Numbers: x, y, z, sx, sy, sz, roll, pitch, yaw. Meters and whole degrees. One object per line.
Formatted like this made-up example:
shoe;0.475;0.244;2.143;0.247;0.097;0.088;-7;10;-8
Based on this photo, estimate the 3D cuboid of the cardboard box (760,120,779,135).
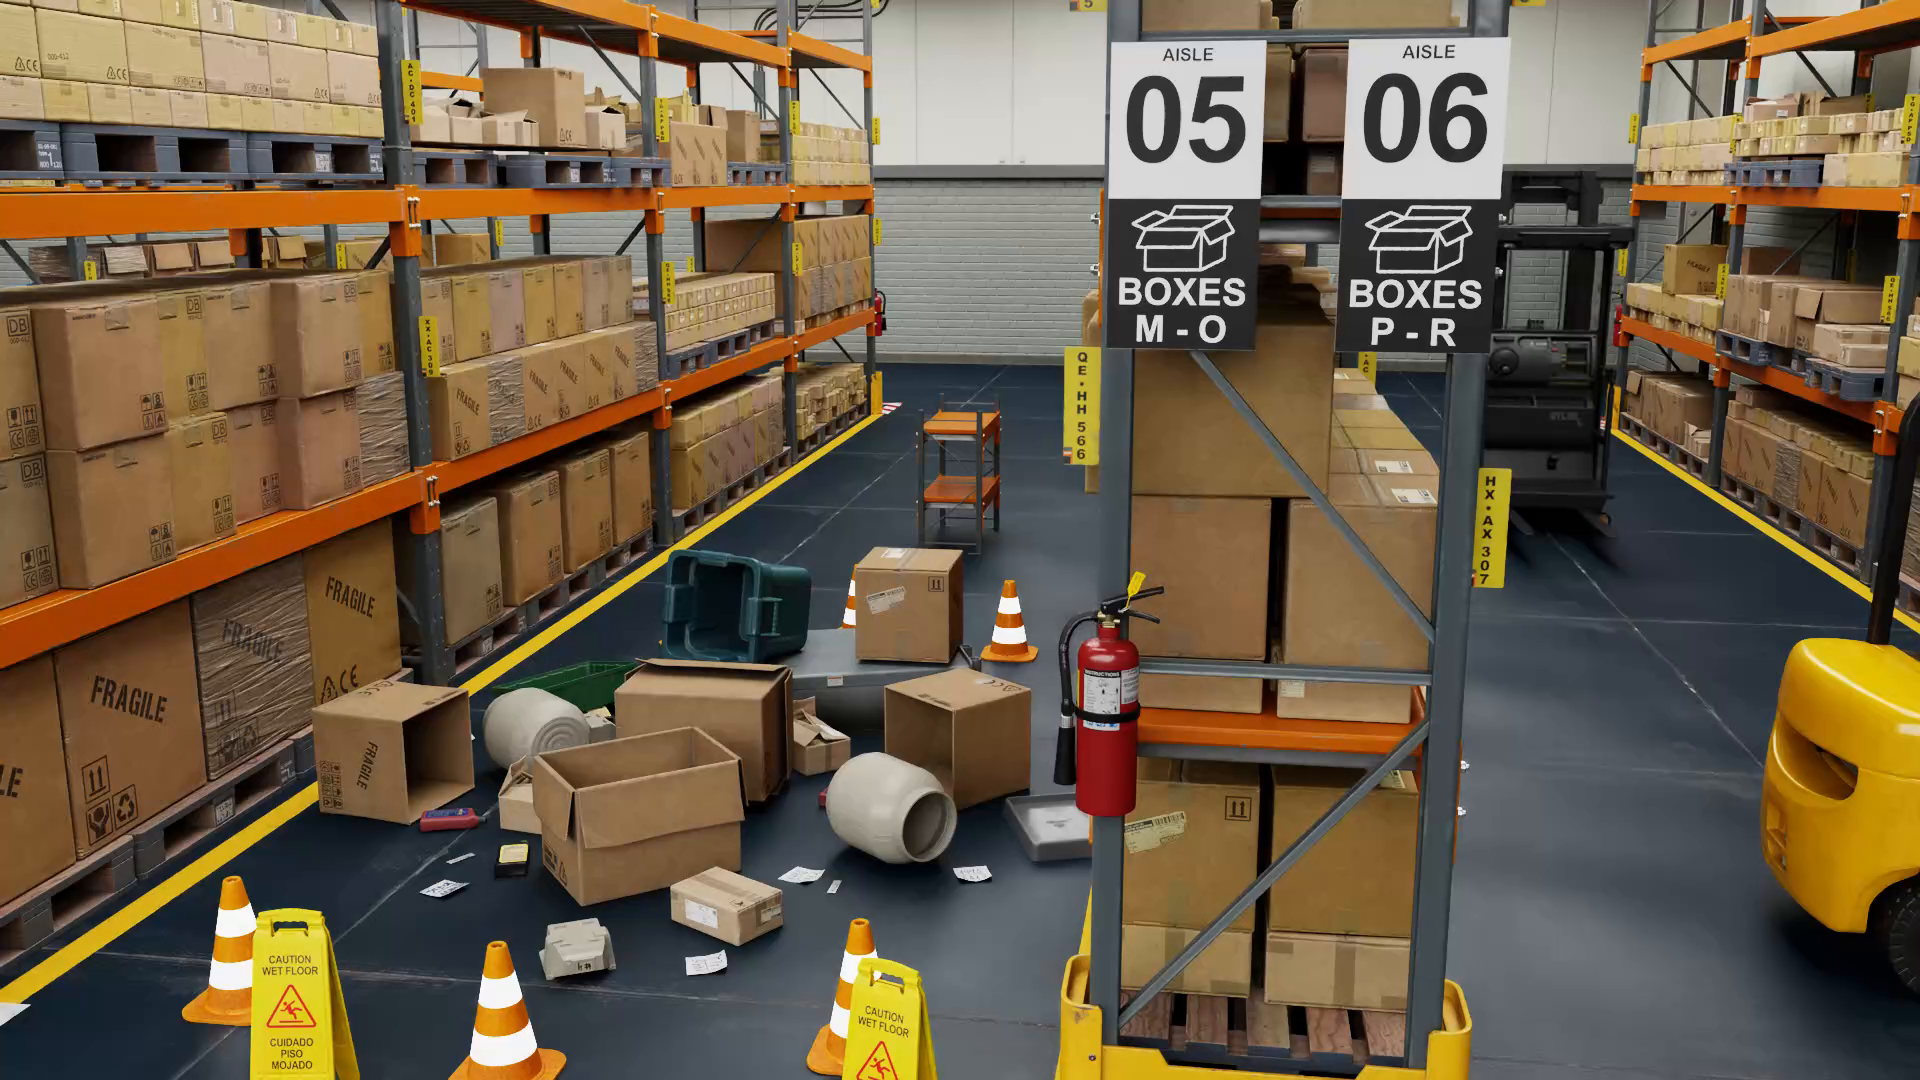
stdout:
cardboard box;-1.895;-4.148;16.725;0.380;0.149;0.250;2;12;8

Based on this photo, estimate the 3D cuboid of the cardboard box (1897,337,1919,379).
cardboard box;6.683;-1.219;11.197;0.500;0.250;0.500;2;12;9

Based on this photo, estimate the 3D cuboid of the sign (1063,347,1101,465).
sign;0.337;-0.369;4.585;0.100;0.325;0.005;2;12;9

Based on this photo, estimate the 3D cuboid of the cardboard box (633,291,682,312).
cardboard box;-2.493;-1.950;13.608;0.380;0.149;0.250;2;12;7

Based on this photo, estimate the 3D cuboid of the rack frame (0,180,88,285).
rack frame;-7.680;-1.612;13.855;1.000;3.000;0.127;2;12;9

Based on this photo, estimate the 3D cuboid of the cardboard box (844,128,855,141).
cardboard box;-1.432;-4.689;19.235;0.380;0.149;0.250;2;12;10

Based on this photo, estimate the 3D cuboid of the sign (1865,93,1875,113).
sign;8.182;-3.858;14.994;0.100;0.325;0.005;2;12;9

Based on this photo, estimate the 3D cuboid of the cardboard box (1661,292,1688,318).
cardboard box;7.702;-2.465;17.462;0.500;0.250;0.500;2;12;7

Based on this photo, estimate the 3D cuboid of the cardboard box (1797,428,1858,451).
cardboard box;7.075;-0.818;13.564;0.380;0.149;0.250;1;12;6

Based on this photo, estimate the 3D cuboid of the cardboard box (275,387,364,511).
cardboard box;-3.517;-0.479;8.239;0.875;0.550;0.550;2;12;9

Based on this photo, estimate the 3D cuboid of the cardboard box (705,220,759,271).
cardboard box;-2.374;-3.053;17.222;0.500;0.500;0.500;1;12;7

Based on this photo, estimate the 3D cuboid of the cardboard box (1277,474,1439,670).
cardboard box;1.229;0.090;5.011;0.500;0.500;0.500;2;12;8

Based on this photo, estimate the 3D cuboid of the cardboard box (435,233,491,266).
cardboard box;-6.265;-3.606;20.977;0.500;0.500;0.500;2;12;9

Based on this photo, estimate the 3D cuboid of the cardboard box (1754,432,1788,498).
cardboard box;7.183;-0.639;14.274;0.500;0.500;0.500;2;12;7

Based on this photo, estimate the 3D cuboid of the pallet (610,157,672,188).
pallet;-2.841;-2.669;12.085;1.213;0.211;1.003;2;12;11

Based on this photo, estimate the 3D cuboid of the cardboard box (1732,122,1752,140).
cardboard box;7.153;-3.659;14.887;0.380;0.149;0.250;2;12;10

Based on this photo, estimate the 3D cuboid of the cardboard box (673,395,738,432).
cardboard box;-2.282;-1.124;14.747;0.500;0.250;0.500;2;12;9

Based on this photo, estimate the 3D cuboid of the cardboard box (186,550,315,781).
cardboard box;-3.710;0.552;7.859;0.875;0.875;0.875;2;12;9

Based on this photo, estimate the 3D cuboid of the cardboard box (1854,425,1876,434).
cardboard box;7.635;-0.856;13.741;0.380;0.149;0.250;1;12;6

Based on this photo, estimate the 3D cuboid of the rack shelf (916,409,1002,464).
rack shelf;0.001;-0.837;13.320;0.538;0.278;1.000;2;12;9

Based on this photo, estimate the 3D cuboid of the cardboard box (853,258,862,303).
cardboard box;-1.463;-3.081;19.727;0.500;0.500;0.500;2;12;8

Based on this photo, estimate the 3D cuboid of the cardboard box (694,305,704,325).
cardboard box;-2.406;-1.917;14.163;0.380;0.149;0.250;2;12;9

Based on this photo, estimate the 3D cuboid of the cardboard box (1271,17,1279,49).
cardboard box;0.831;-1.596;5.365;0.380;0.149;0.250;2;12;9

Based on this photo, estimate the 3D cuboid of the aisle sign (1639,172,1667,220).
aisle sign;7.968;-4.091;19.186;0.394;0.787;0.004;2;12;9

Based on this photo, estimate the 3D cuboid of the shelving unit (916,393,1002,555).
shelving unit;0.001;-0.551;13.381;0.538;1.125;1.048;2;12;9

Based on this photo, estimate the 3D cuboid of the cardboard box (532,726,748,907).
cardboard box;-1.350;1.147;6.977;0.797;0.503;0.637;-7;14;-30

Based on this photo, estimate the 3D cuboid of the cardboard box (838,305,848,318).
cardboard box;-1.520;-2.685;19.429;0.380;0.149;0.250;1;12;6

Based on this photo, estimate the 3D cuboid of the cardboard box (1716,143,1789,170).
cardboard box;7.459;-3.611;15.658;0.500;0.250;0.500;2;12;9

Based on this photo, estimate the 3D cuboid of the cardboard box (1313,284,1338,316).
cardboard box;1.919;-1.262;8.748;0.380;0.149;0.250;2;12;8

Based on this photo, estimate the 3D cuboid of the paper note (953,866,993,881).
paper note;0.055;1.391;6.966;0.142;0.019;0.148;-2;12;-11

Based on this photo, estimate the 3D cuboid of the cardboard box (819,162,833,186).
cardboard box;-1.680;-3.956;17.967;0.500;0.250;0.500;2;12;11

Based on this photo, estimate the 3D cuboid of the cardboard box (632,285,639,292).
cardboard box;-3.011;-2.133;14.459;0.380;0.149;0.250;2;12;9

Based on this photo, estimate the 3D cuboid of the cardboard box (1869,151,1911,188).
cardboard box;6.857;-2.639;11.854;0.500;0.250;0.500;1;12;7

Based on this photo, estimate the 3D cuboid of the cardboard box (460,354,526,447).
cardboard box;-2.986;-0.853;10.092;0.500;0.500;0.500;2;12;9

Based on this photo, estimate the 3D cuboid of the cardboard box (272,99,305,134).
cardboard box;-3.266;-1.950;7.663;0.380;0.149;0.250;2;12;9

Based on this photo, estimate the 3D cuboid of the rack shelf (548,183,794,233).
rack shelf;-2.487;-2.962;14.703;1.077;0.370;4.000;2;12;9

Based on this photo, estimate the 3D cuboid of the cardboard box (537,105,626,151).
cardboard box;-2.659;-2.880;11.595;0.500;0.311;0.500;2;12;9

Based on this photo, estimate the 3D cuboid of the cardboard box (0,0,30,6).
cardboard box;-3.541;-1.970;5.863;0.380;0.149;0.250;2;12;9

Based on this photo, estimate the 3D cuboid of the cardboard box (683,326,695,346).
cardboard box;-2.444;-1.712;13.915;0.380;0.149;0.250;3;12;11

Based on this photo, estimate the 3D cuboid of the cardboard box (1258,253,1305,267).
cardboard box;2.430;-1.924;12.688;0.500;0.500;0.500;1;12;7

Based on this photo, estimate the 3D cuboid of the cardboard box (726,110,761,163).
cardboard box;-2.346;-3.908;16.155;0.700;0.500;0.500;2;12;9

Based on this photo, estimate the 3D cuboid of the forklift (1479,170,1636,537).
forklift;4.850;-1.566;13.802;1.130;2.935;3.031;2;12;8

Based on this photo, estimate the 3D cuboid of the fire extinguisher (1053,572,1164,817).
fire extinguisher;0.409;0.421;4.604;0.296;0.674;0.183;2;12;9

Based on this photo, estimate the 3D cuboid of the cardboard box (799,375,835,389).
cardboard box;-1.644;-1.811;19.133;0.380;0.149;0.250;1;12;7

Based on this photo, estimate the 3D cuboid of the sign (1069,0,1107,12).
sign;0.337;-1.547;4.331;0.100;0.325;0.005;2;12;9

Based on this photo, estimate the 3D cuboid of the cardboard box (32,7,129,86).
cardboard box;-3.543;-1.861;6.303;0.500;0.250;0.500;2;12;8

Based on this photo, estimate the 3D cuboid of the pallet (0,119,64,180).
pallet;-3.921;-1.343;5.695;1.003;0.211;1.213;2;12;9

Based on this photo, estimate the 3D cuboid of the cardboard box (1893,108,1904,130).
cardboard box;6.778;-2.946;11.625;0.380;0.149;0.250;2;12;10

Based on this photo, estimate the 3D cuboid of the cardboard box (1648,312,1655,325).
cardboard box;7.827;-2.453;18.353;0.380;0.149;0.250;2;12;10

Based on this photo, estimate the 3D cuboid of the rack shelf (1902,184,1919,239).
rack shelf;6.710;-1.829;9.450;1.077;0.370;4.000;2;12;9

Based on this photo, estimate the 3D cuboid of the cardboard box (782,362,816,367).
cardboard box;-1.980;-2.100;20.477;0.380;0.149;0.250;1;12;6

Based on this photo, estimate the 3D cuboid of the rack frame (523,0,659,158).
rack frame;-2.794;-4.363;12.379;1.000;3.000;0.127;2;12;9

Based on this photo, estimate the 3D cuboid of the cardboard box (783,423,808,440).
cardboard box;-1.806;-1.140;17.434;0.380;0.149;0.250;1;12;6

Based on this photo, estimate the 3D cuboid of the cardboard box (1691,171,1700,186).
cardboard box;7.632;-3.657;16.817;0.380;0.149;0.250;2;12;9

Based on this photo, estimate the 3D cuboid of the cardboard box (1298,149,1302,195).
cardboard box;1.294;-1.192;5.380;0.380;0.149;0.250;2;12;8

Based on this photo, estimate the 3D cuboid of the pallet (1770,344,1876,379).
pallet;7.312;-1.442;13.521;1.003;0.211;1.213;2;12;9
